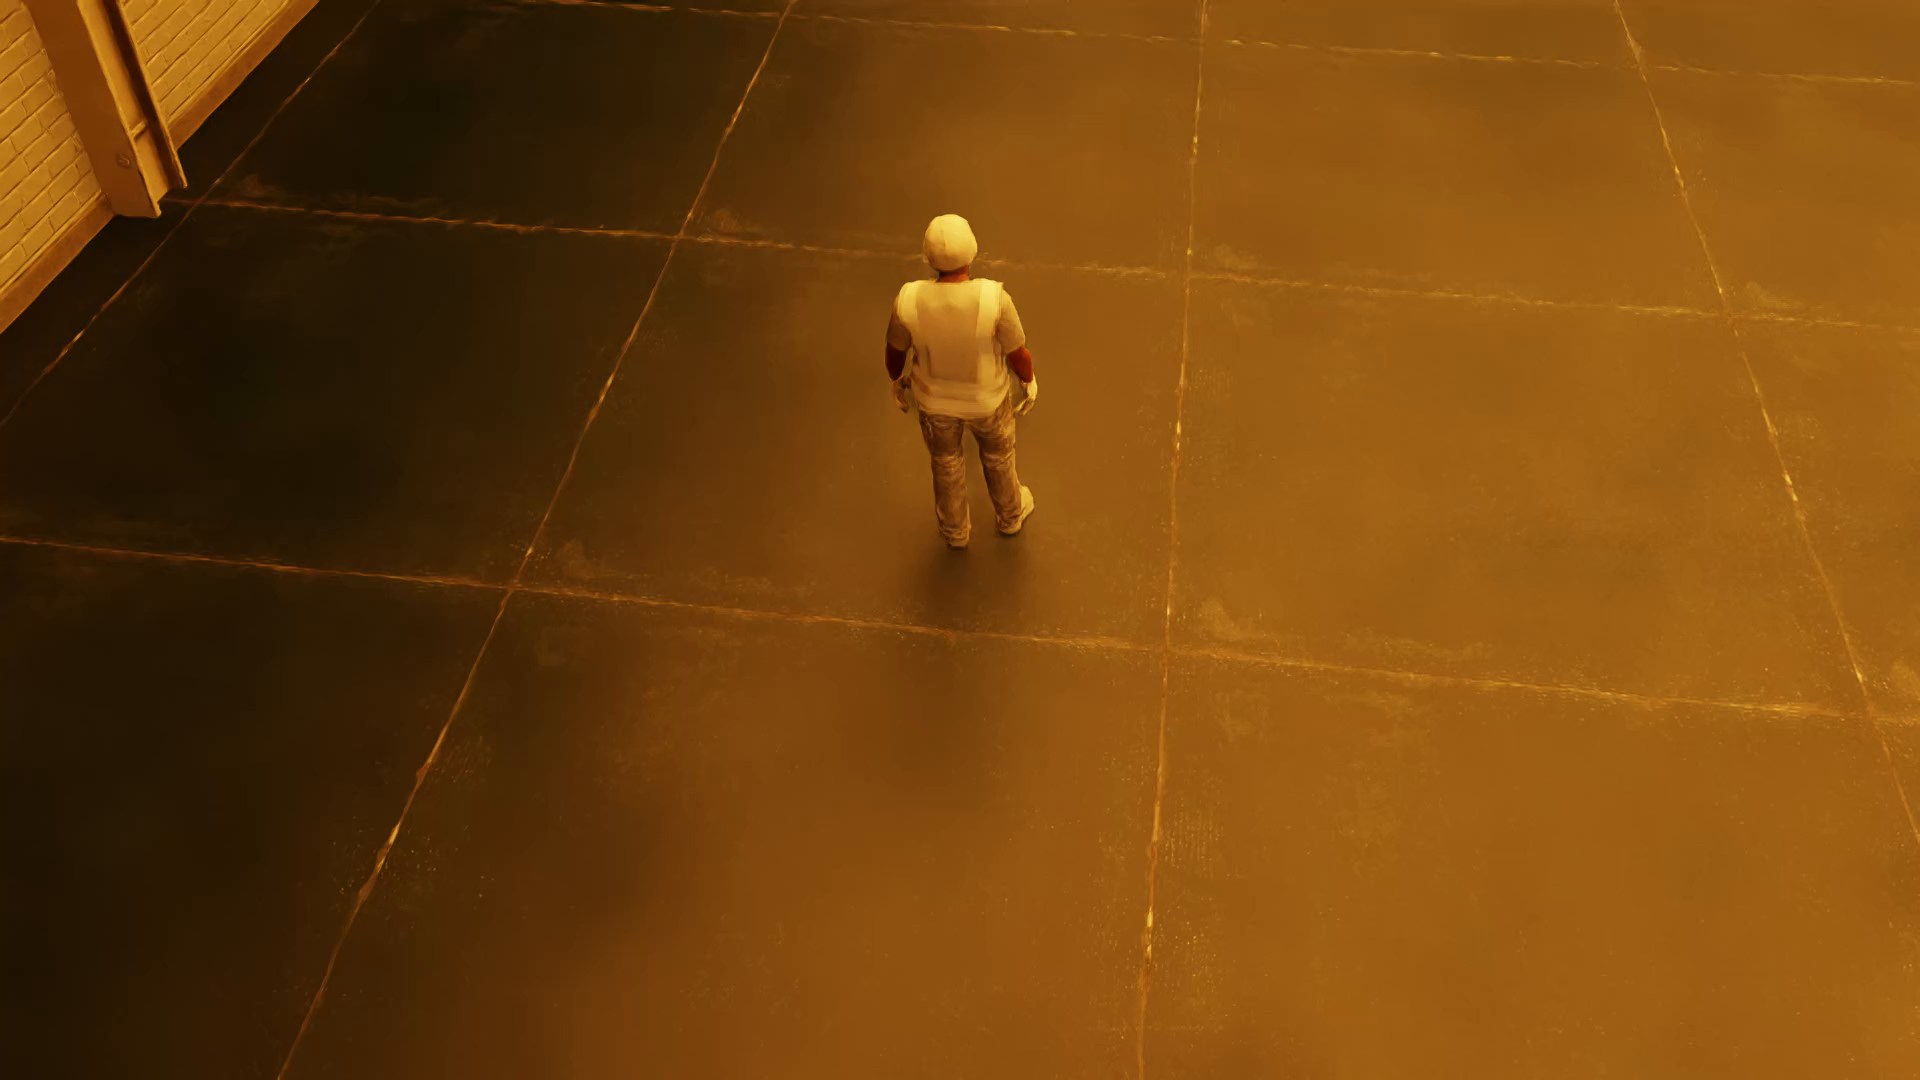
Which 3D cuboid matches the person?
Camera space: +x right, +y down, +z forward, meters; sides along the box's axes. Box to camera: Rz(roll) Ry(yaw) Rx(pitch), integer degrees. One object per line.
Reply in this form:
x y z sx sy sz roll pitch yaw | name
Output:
0.017 -0.709 7.335 0.655 1.782 0.576 5 43 6 | person
